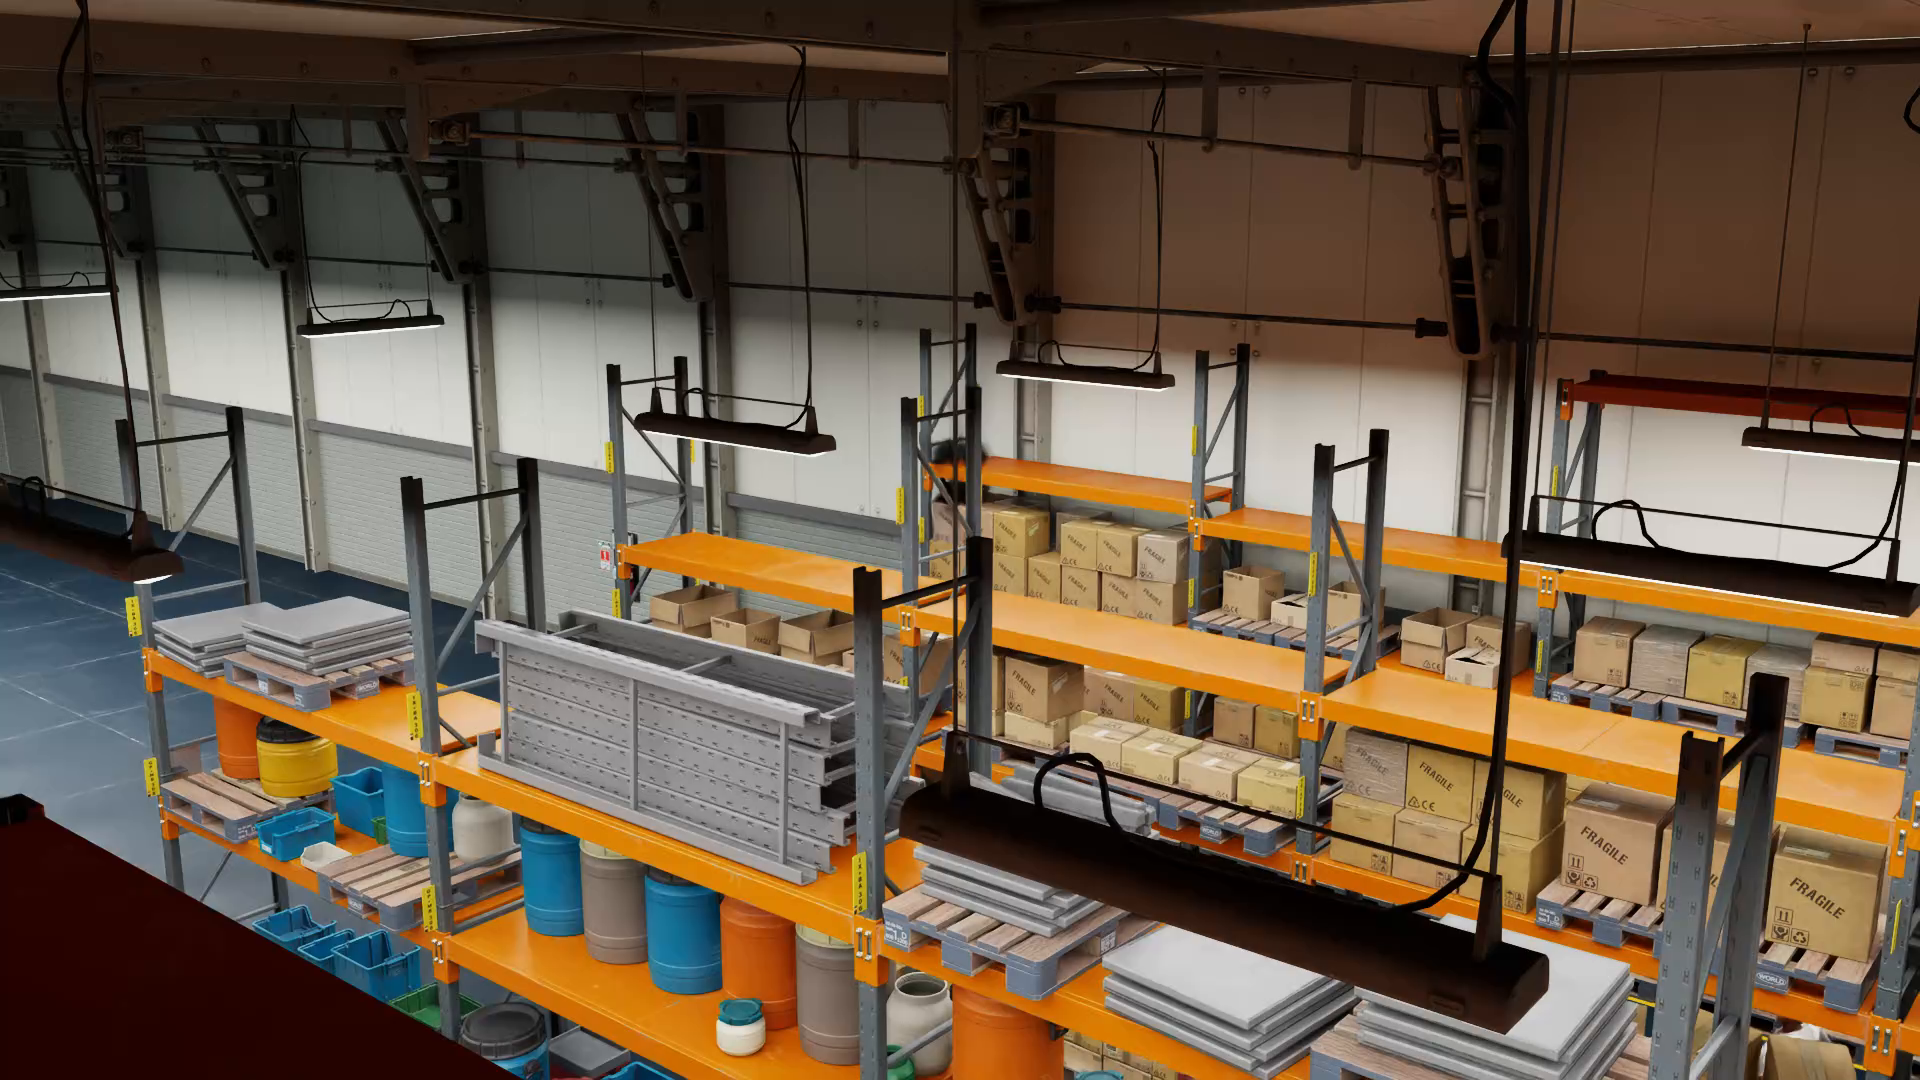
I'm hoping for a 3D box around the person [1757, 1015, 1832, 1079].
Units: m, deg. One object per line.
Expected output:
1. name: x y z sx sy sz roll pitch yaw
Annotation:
1. person: 6.420 4.347 12.927 0.981 1.789 0.683 9 16 36
